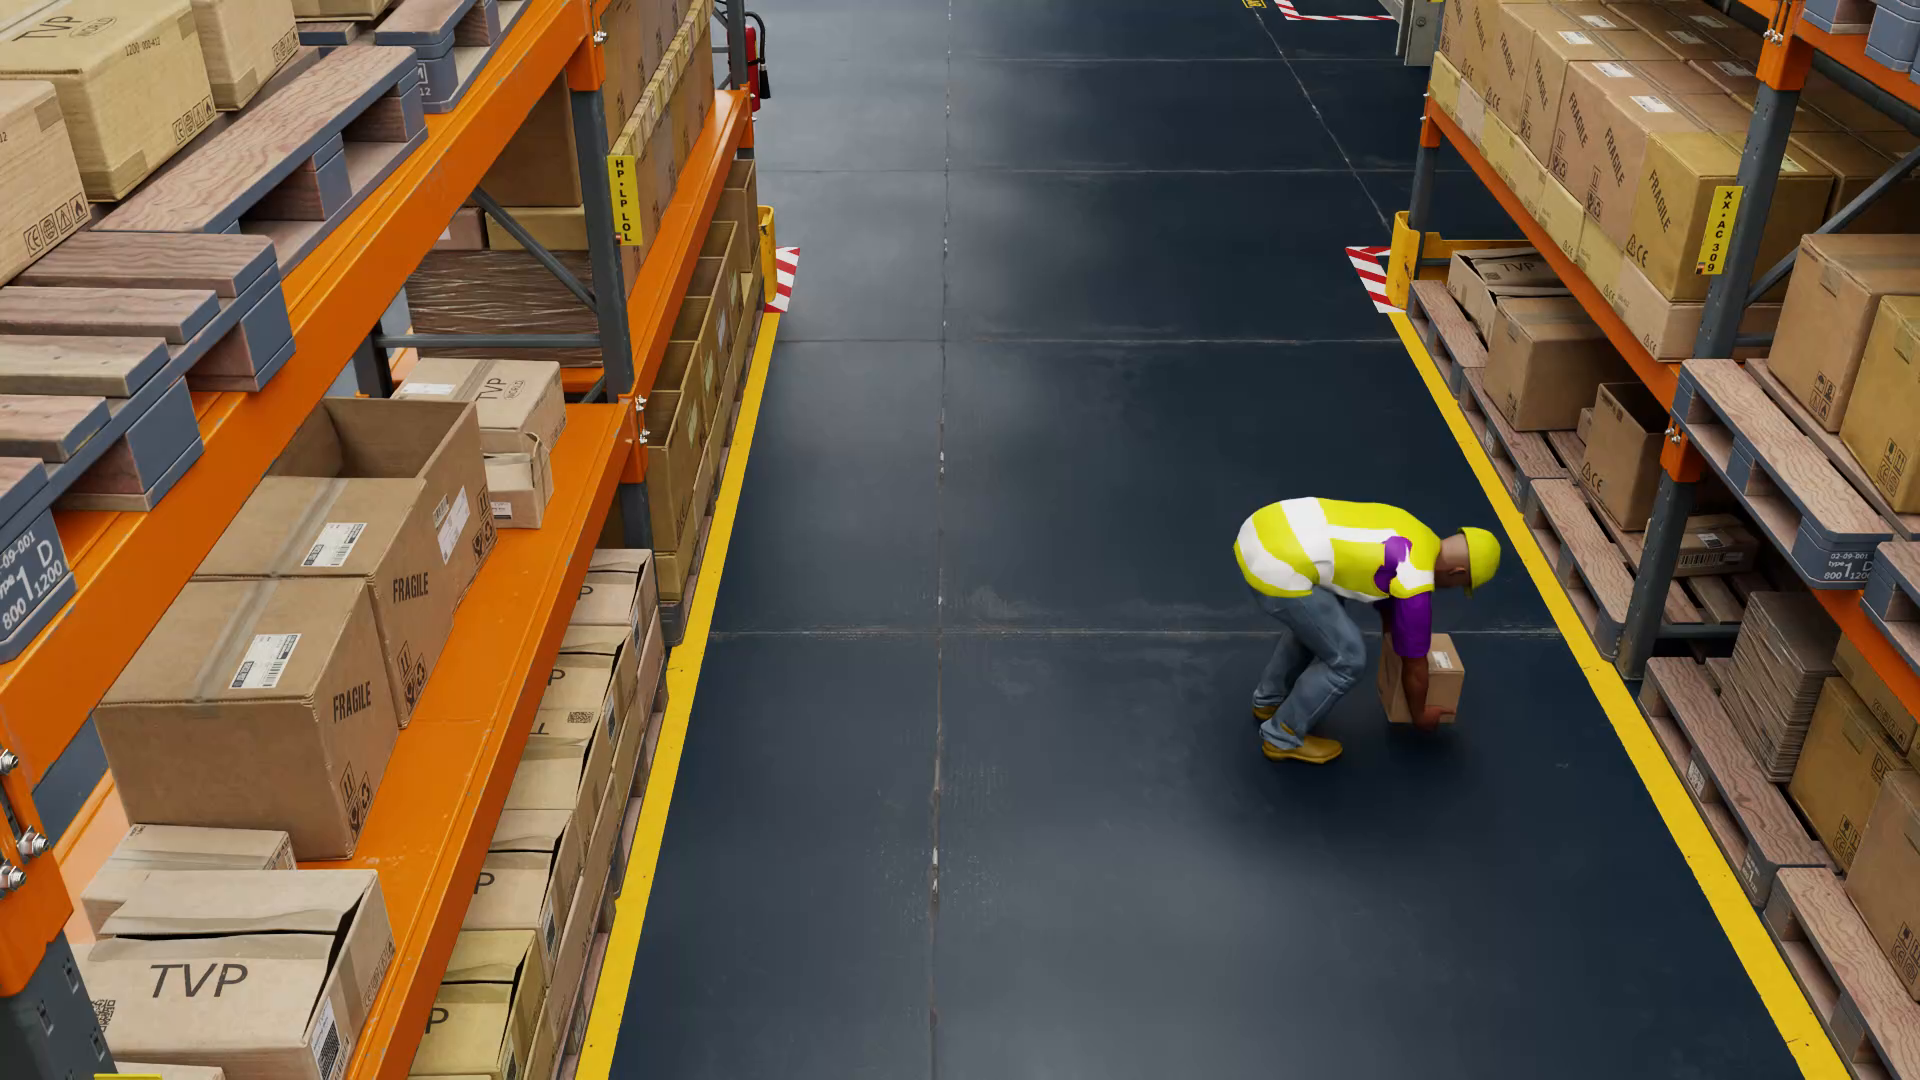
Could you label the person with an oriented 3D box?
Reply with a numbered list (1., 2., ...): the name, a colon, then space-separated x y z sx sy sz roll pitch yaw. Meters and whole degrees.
1. person: 1.512 0.314 6.299 0.979 1.030 0.492 -2 31 -3
